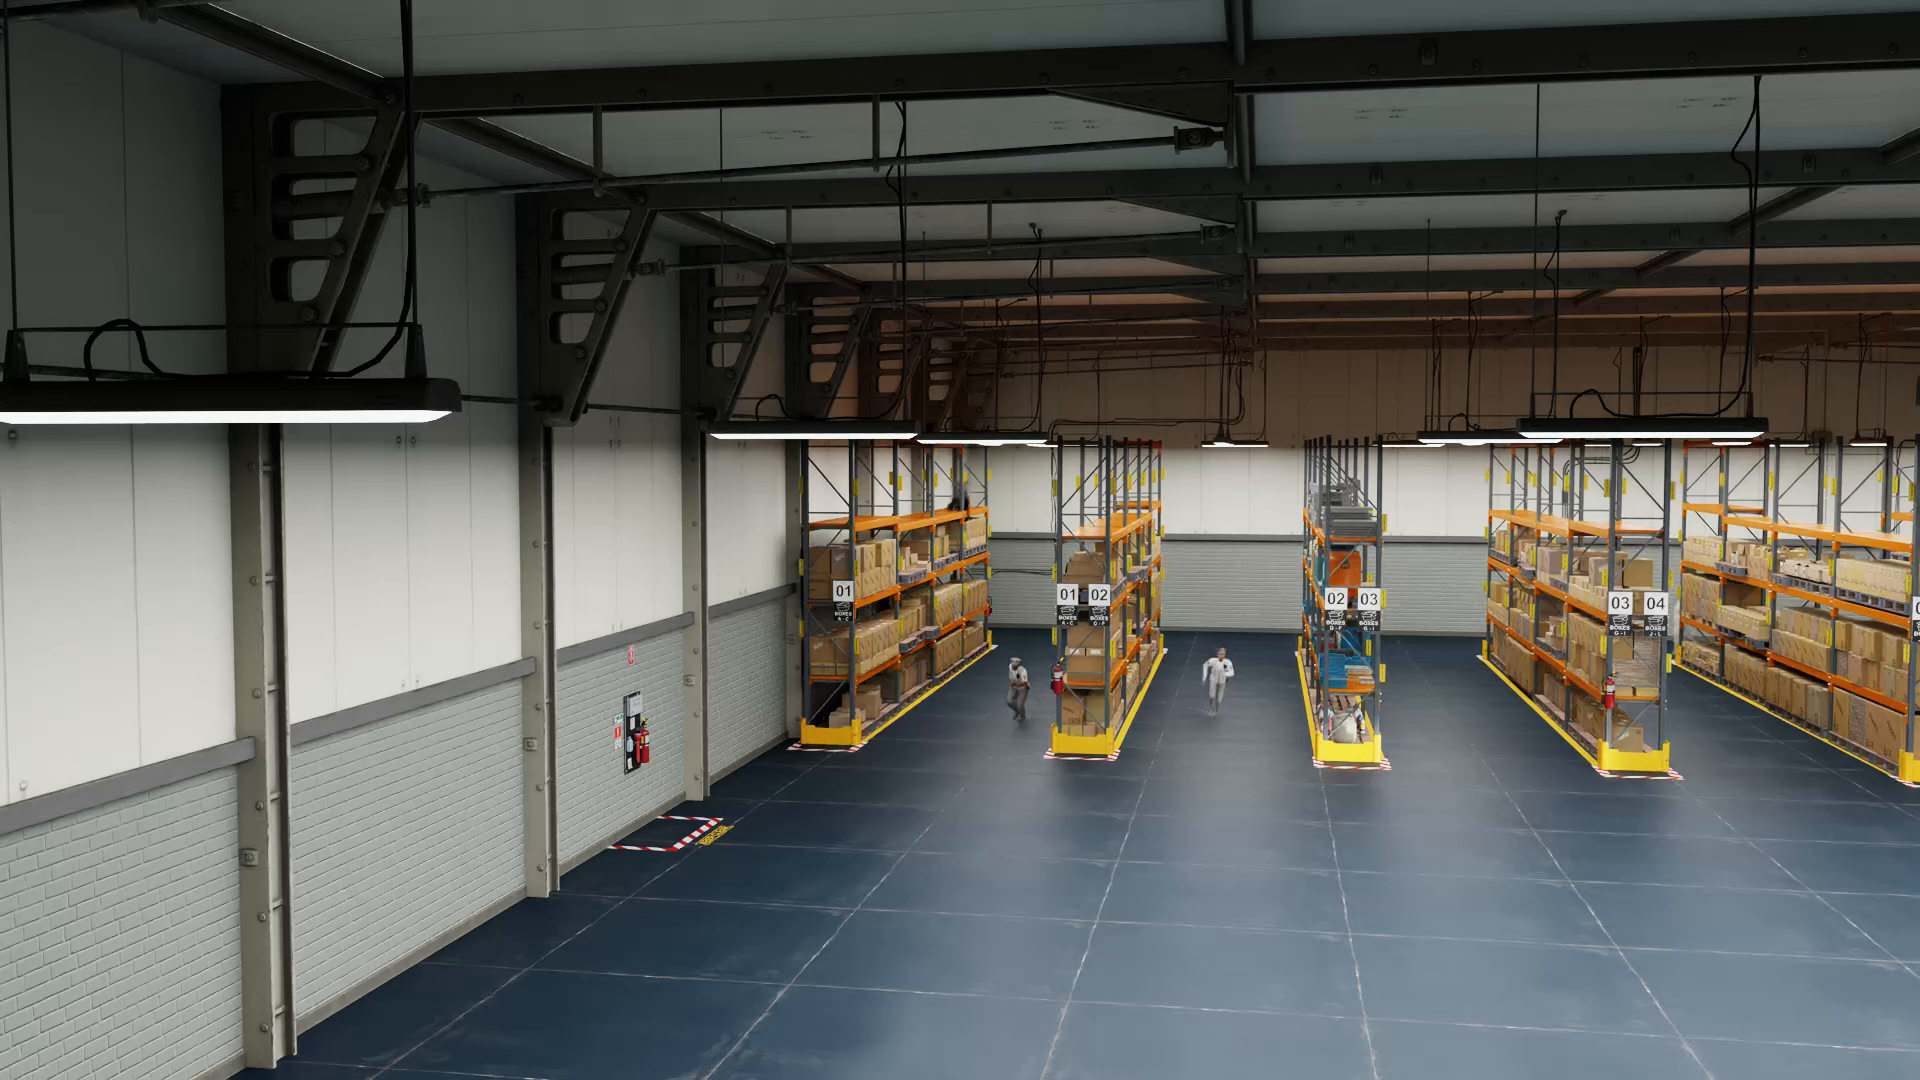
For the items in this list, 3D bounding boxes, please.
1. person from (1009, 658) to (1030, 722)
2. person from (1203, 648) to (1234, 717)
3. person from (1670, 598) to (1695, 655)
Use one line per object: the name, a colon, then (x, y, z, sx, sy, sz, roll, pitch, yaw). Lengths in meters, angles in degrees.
person: (1.200, 3.130, 34.672, 0.598, 1.415, 0.973, 2, 4, 28)
person: (5.517, 3.036, 35.503, 0.610, 1.525, 0.842, 0, 3, 1)
person: (20.199, 2.300, 46.434, 0.981, 1.768, 0.653, -2, 4, -32)
